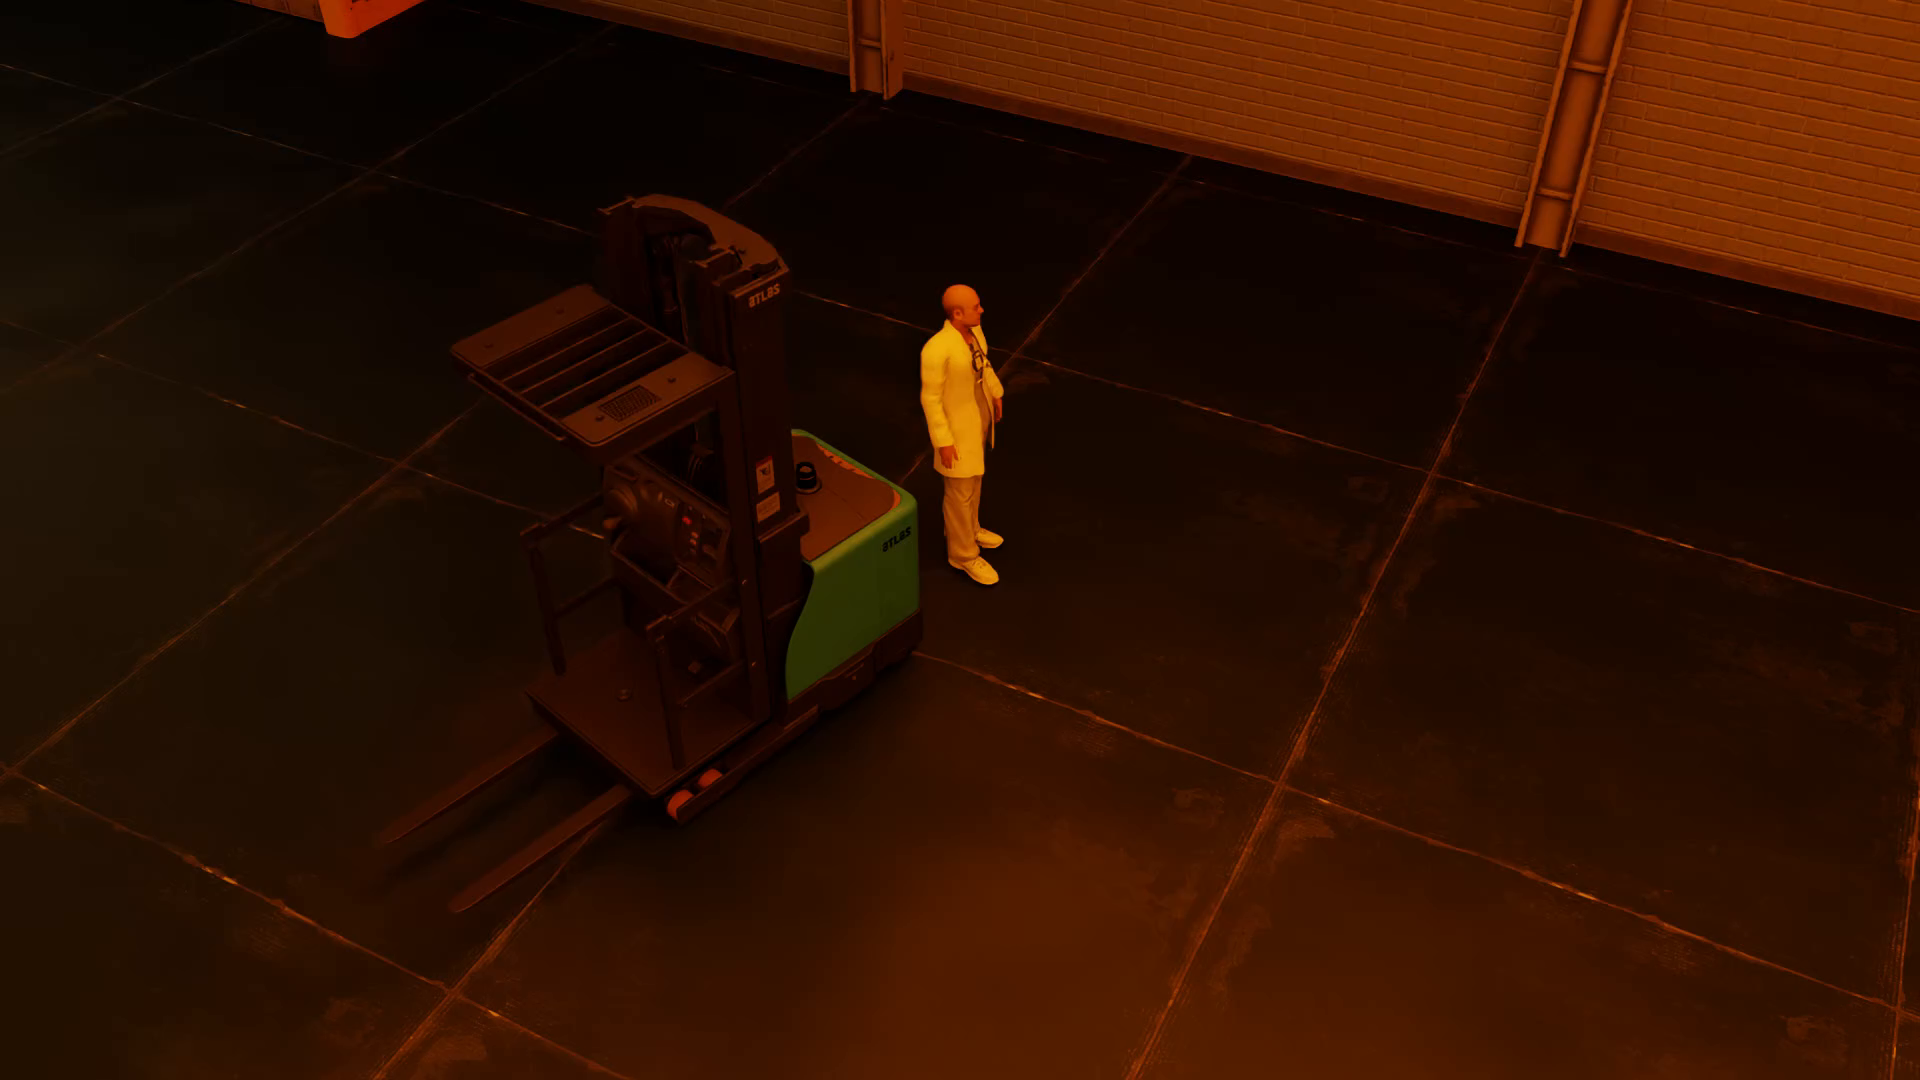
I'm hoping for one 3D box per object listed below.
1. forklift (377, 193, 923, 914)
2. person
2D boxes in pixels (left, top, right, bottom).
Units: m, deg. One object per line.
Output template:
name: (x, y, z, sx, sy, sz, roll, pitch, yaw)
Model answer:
forklift: (-1.587, -0.047, 8.042, 1.130, 2.935, 3.031, 31, 49, 32)
person: (0.110, -0.661, 9.664, 0.548, 1.779, 0.718, 17, 43, 20)
